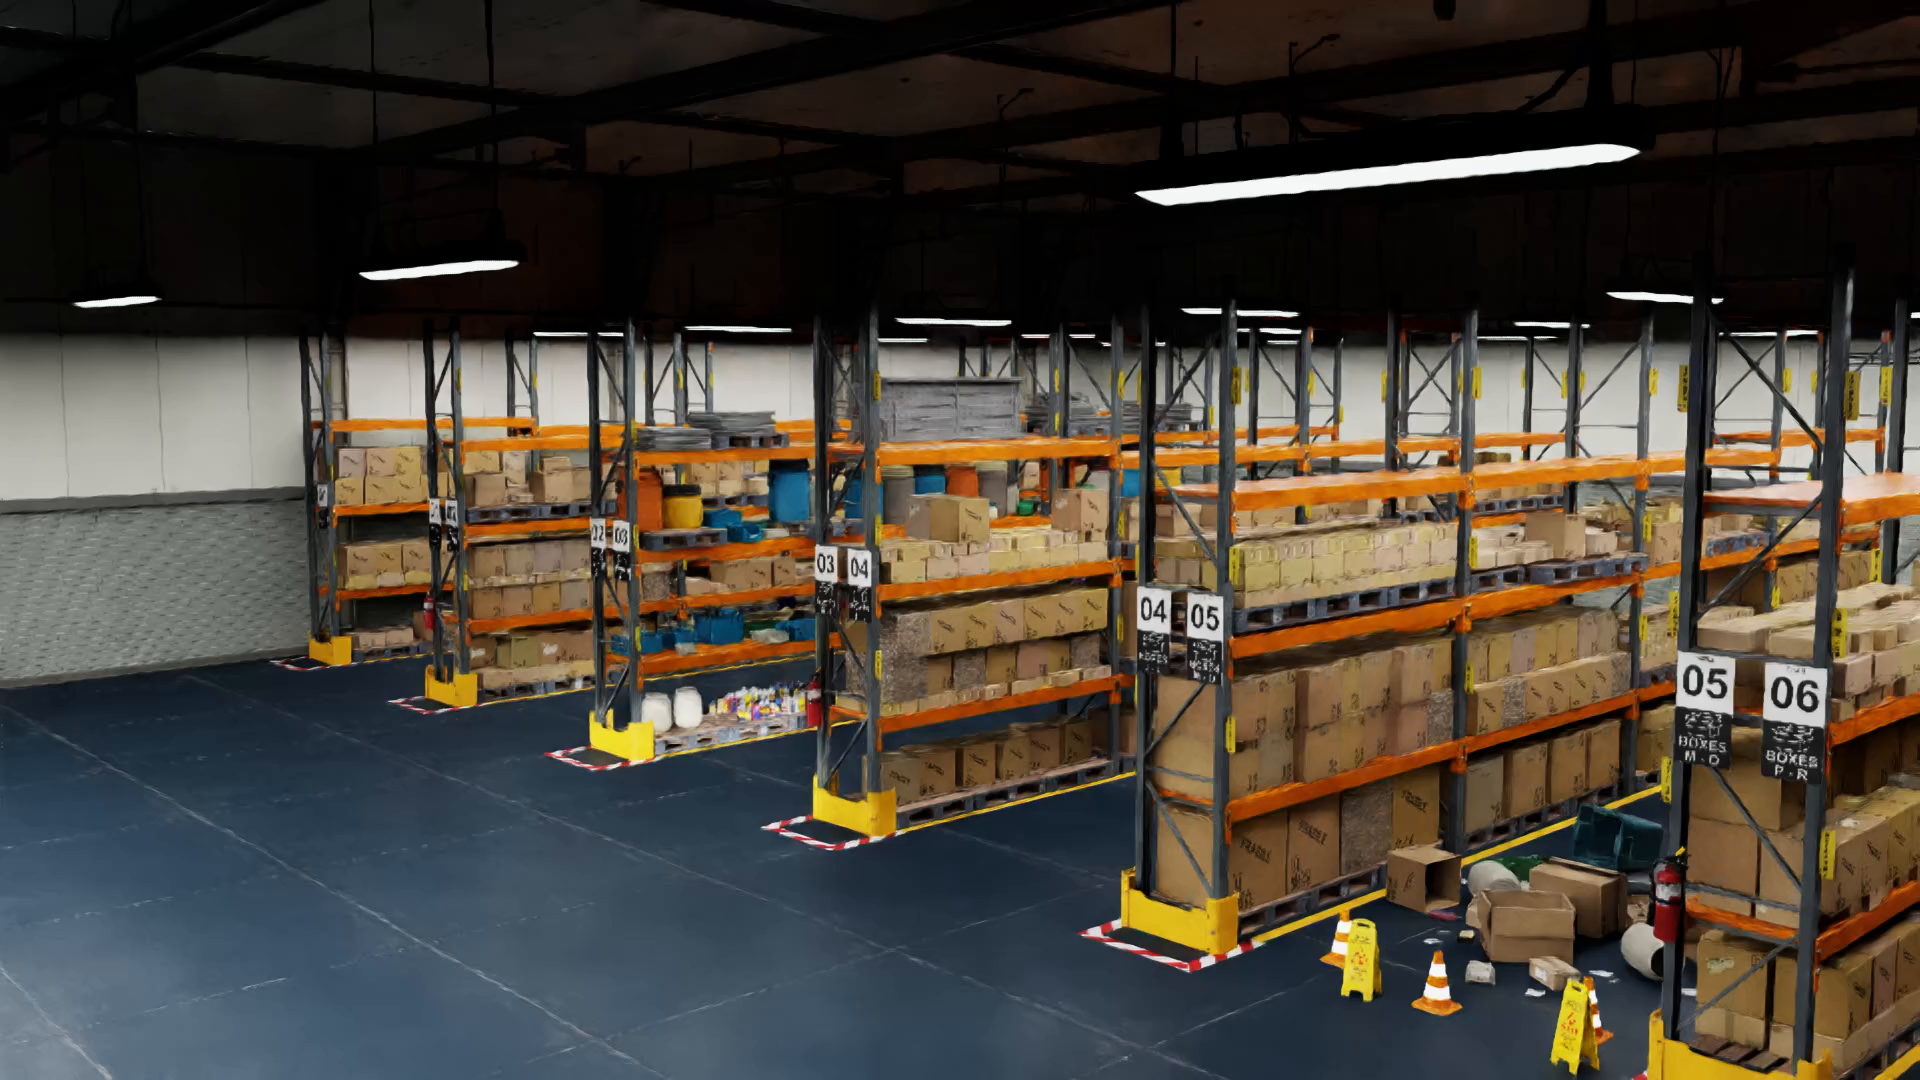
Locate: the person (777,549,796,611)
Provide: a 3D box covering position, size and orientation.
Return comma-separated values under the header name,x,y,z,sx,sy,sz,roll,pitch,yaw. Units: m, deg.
name,x,y,z,sx,sy,sz,roll,pitch,yaw
person,-3.436,0.977,33.264,0.430,1.653,0.528,2,6,18
